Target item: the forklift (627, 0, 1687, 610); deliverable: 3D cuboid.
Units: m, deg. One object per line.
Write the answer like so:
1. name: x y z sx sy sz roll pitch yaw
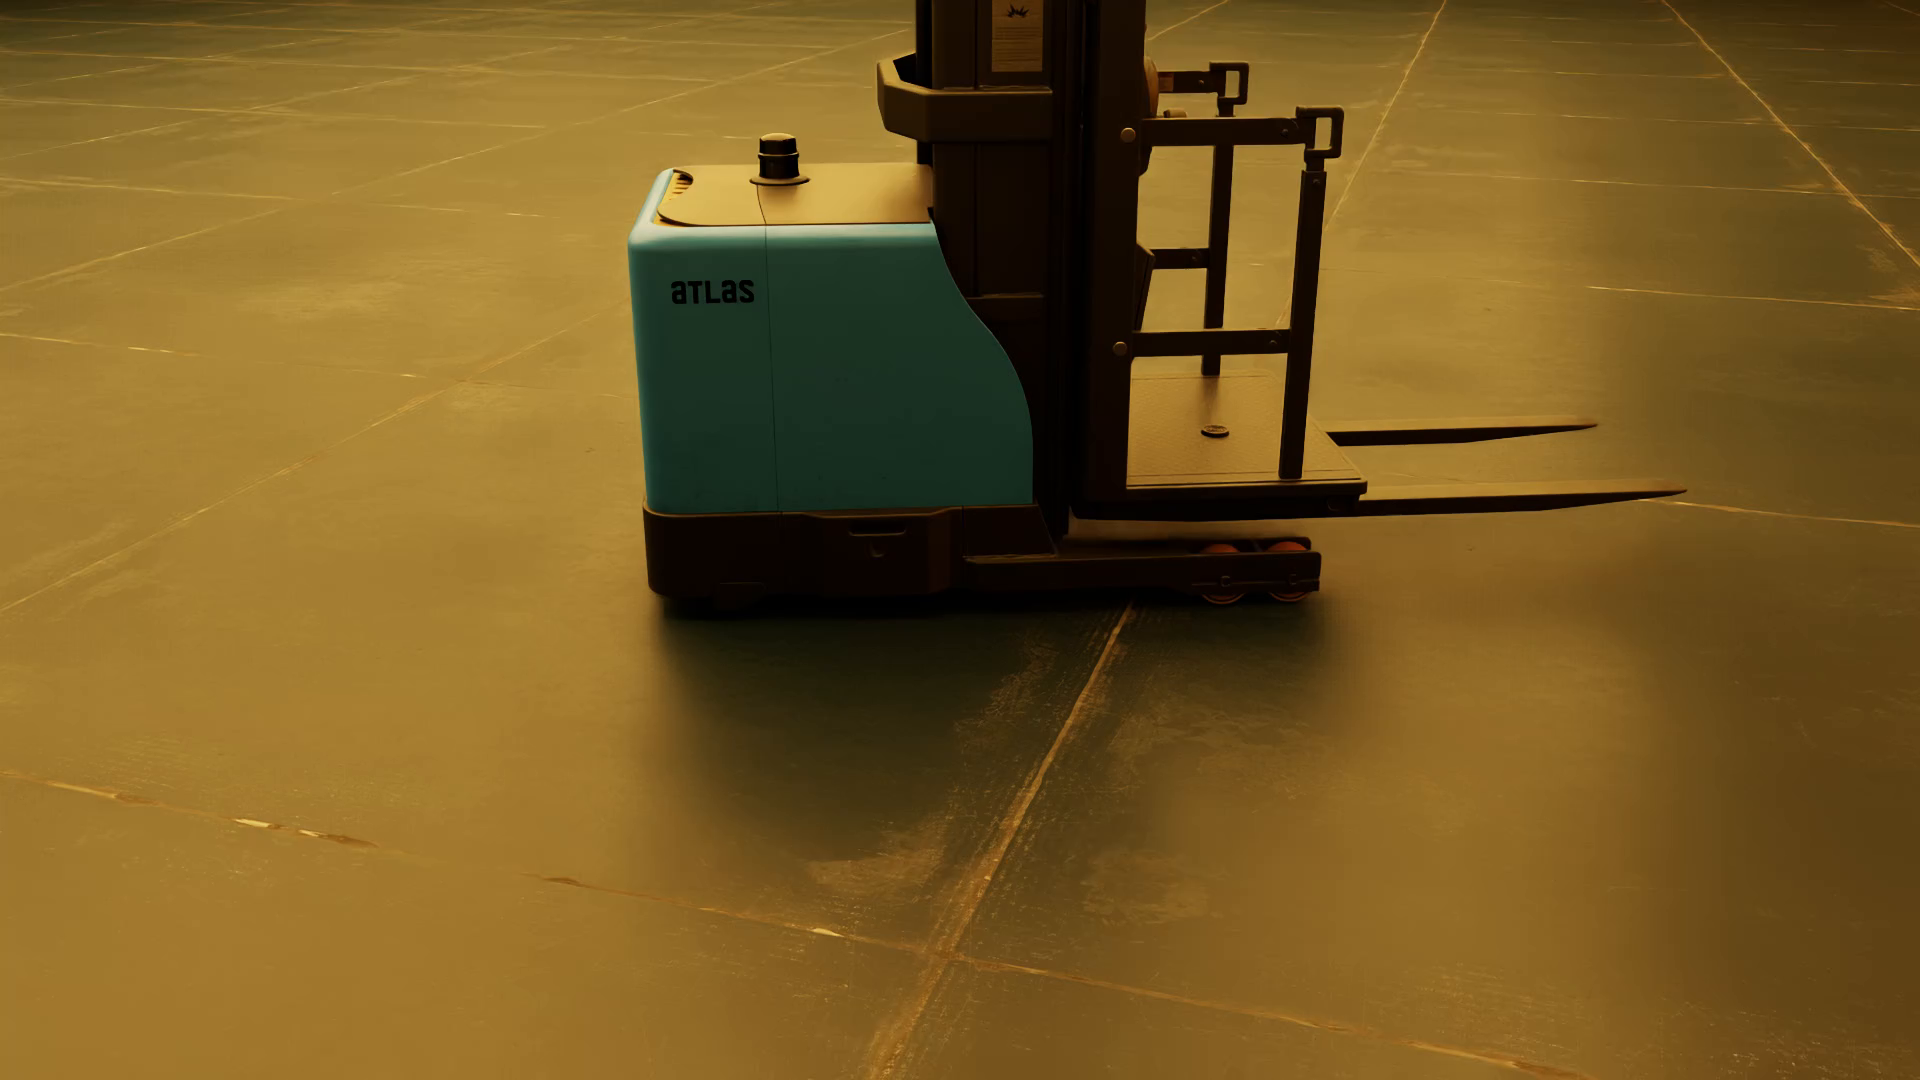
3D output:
1. forklift: 0.606 -1.374 4.608 3.031 2.935 1.130 -2 23 -4
